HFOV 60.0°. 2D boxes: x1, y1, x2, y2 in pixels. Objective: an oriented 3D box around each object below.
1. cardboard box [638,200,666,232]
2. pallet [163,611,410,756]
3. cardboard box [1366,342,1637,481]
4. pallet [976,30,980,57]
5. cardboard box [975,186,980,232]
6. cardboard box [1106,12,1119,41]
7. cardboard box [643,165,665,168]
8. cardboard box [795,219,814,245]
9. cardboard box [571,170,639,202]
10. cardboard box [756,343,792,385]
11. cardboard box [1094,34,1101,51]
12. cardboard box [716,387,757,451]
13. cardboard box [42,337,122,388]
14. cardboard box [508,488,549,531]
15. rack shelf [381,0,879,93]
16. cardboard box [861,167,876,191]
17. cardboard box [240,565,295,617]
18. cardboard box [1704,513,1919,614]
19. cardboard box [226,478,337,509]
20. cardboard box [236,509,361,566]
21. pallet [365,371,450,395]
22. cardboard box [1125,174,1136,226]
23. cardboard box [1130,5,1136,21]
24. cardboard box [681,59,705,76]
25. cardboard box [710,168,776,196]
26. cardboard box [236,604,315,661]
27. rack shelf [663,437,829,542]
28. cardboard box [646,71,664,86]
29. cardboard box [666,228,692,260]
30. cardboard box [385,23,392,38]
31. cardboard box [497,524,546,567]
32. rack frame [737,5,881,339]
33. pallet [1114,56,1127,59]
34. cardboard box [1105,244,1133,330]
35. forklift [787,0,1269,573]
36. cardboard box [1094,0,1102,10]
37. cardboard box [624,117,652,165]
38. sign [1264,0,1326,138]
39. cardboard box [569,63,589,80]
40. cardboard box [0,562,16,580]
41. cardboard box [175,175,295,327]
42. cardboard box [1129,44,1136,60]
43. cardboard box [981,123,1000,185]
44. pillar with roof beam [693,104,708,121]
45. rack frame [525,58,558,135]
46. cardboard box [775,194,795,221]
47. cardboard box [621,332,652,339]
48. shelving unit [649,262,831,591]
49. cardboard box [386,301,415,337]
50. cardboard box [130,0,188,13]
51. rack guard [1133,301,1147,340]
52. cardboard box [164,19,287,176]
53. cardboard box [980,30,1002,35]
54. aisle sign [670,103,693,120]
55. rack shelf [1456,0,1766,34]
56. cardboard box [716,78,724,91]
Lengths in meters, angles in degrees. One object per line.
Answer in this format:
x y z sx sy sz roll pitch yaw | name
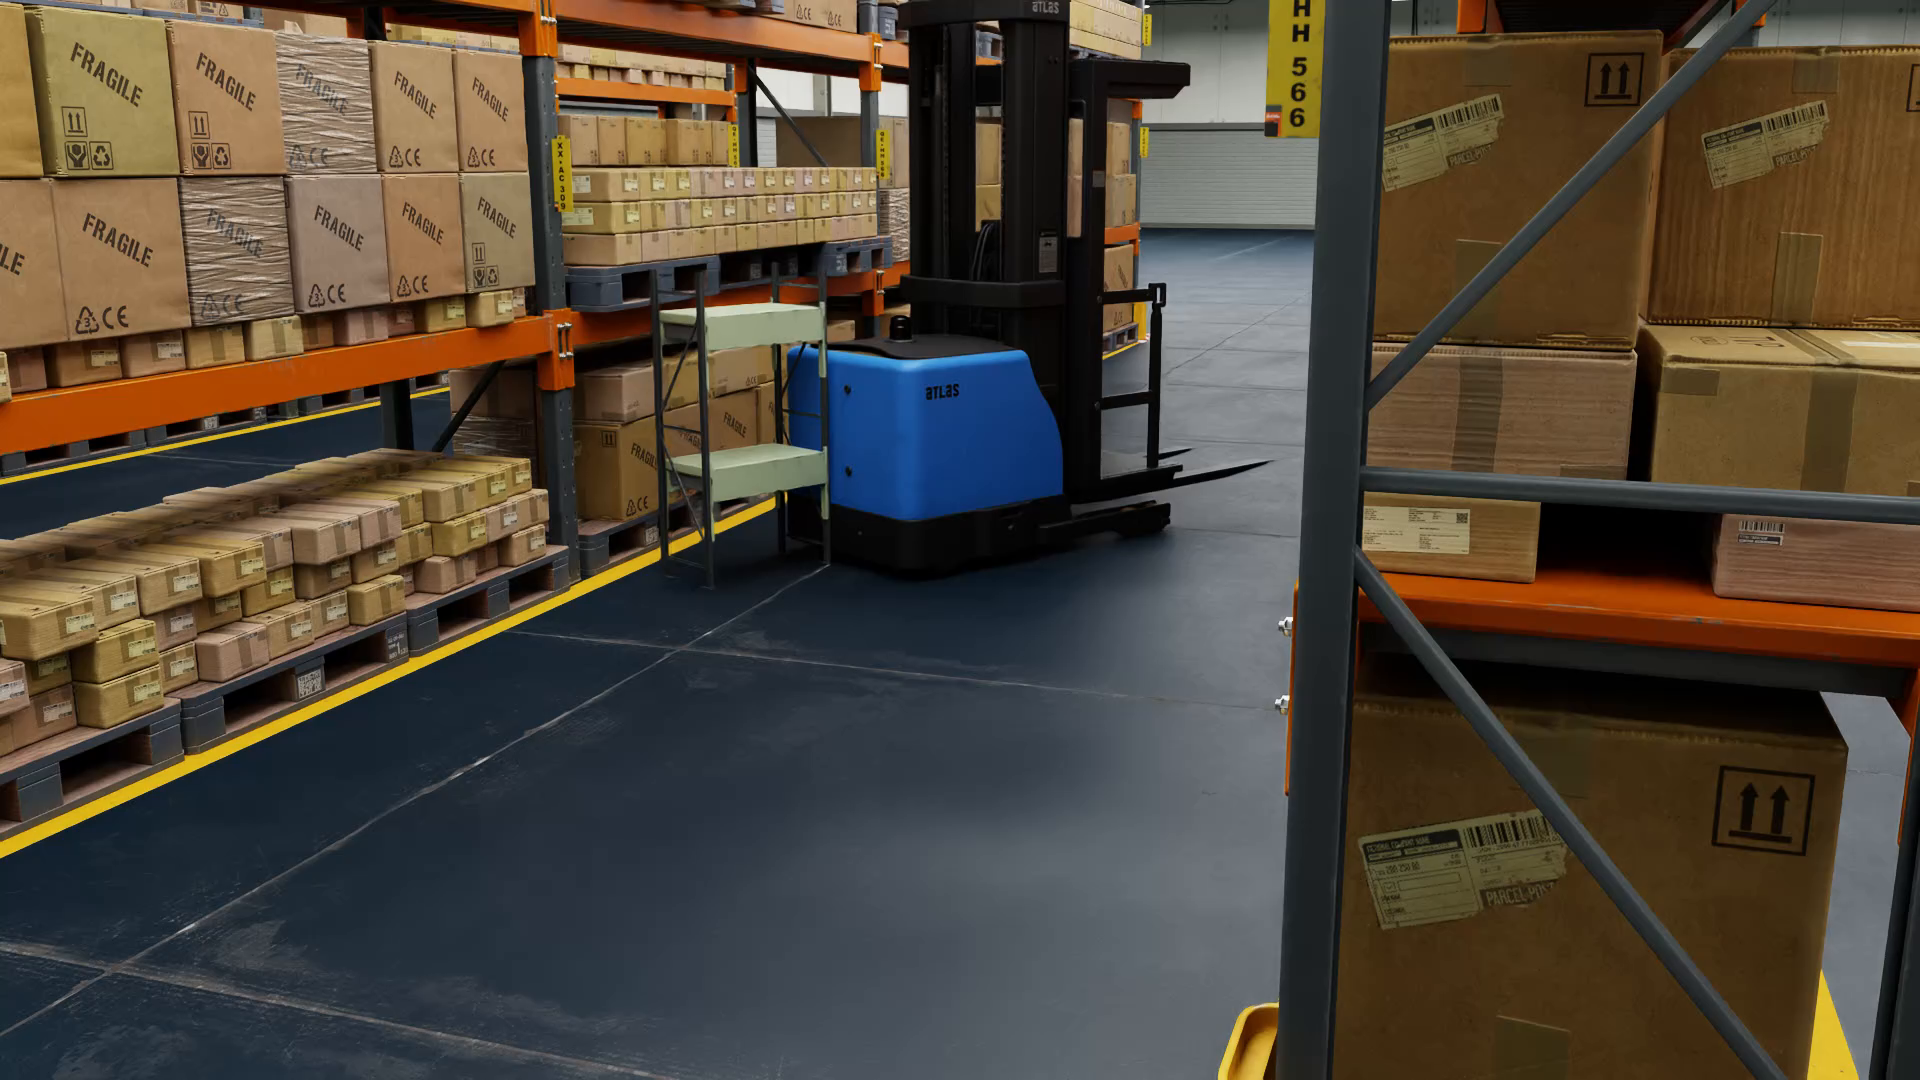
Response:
-1.691 -1.613 8.265 0.380 0.149 0.250 4 13 17 | cardboard box
-2.912 0.480 6.409 1.003 0.211 1.213 4 14 18 | pallet
0.937 -0.253 3.025 0.500 0.250 0.500 4 13 17 | cardboard box
-0.524 -3.868 12.879 1.003 0.211 1.213 5 14 21 | pallet
-0.152 -2.565 13.260 0.500 0.500 0.500 4 14 18 | cardboard box
1.327 -5.261 17.057 0.500 0.250 0.500 4 14 18 | cardboard box
-3.598 -3.887 18.382 0.500 0.500 0.500 5 14 19 | cardboard box
-1.100 -1.853 9.986 0.380 0.149 0.250 4 13 16 | cardboard box
-1.773 -1.703 7.992 0.380 0.149 0.250 5 14 21 | cardboard box
-1.347 -1.099 10.050 0.500 0.250 0.500 5 14 20 | cardboard box
1.185 -4.931 16.507 0.380 0.149 0.250 5 14 19 | cardboard box
-1.519 -0.626 9.664 0.500 0.500 0.500 5 14 19 | cardboard box
-2.969 -0.590 5.396 0.380 0.149 0.250 4 14 18 | cardboard box
-2.136 -0.151 7.705 0.380 0.149 0.250 5 14 20 | cardboard box
-1.688 -2.814 9.450 1.077 0.370 4.000 4 14 18 | rack shelf
-0.766 -2.359 10.867 0.380 0.149 0.250 4 13 16 | cardboard box
-2.753 0.173 6.283 0.380 0.149 0.250 5 14 21 | cardboard box
1.458 0.011 2.762 0.380 0.149 0.250 5 14 19 | cardboard box
-2.886 -0.161 7.078 0.380 0.149 0.250 4 13 17 | cardboard box
-2.557 -0.012 6.426 0.380 0.149 0.250 4 13 16 | cardboard box
-5.107 -1.519 15.169 1.003 0.211 1.213 4 14 18 | pallet
1.470 -3.799 18.555 0.875 0.550 0.550 4 14 18 | cardboard box
1.677 -5.642 17.828 0.380 0.149 0.250 4 14 19 | cardboard box
-3.256 -5.445 19.030 0.500 0.250 0.500 4 14 18 | cardboard box
-1.271 -2.032 9.435 0.380 0.149 0.250 5 14 20 | cardboard box
-2.669 0.333 6.253 0.380 0.149 0.250 4 14 18 | cardboard box
-1.061 -0.260 8.223 0.720 0.370 0.431 -12 18 -43 | rack shelf
-3.475 -5.061 18.242 0.380 0.149 0.250 4 14 18 | cardboard box
-1.604 -1.524 8.545 0.380 0.149 0.250 4 14 19 | cardboard box
-5.291 -4.294 14.088 0.797 0.503 0.637 4 14 18 | cardboard box
-2.140 0.011 7.660 0.380 0.149 0.250 5 14 19 | cardboard box
-1.041 -2.123 11.548 1.000 3.000 0.127 4 14 18 | rack frame
1.317 -5.070 17.917 1.003 0.211 1.213 4 14 18 | pallet
1.390 -2.829 18.472 0.875 0.875 0.875 4 14 19 | cardboard box
0.528 -1.519 9.056 3.031 2.935 1.130 -11 17 -41 | forklift
1.185 -5.320 16.418 0.380 0.149 0.250 4 14 18 | cardboard box
-3.742 -4.268 17.808 0.700 0.500 0.500 4 13 17 | cardboard box
0.522 -0.782 2.540 0.100 0.325 0.005 4 14 18 | sign
-3.990 -4.739 16.834 0.380 0.149 0.250 4 14 18 | cardboard box
-3.455 0.164 5.653 0.380 0.149 0.250 4 13 16 | cardboard box
-2.744 -1.032 5.873 0.500 0.500 0.500 4 13 17 | cardboard box
1.678 -5.253 17.919 0.380 0.149 0.250 4 14 19 | cardboard box
-0.067 -3.288 14.181 0.700 0.500 0.500 4 13 17 | cardboard box
-0.989 -9.559 30.645 9.100 9.000 0.400 4 14 18 | pillar with roof beam
-4.463 -3.300 16.707 1.000 3.000 0.127 4 14 18 | rack frame
-1.185 -1.942 9.707 0.380 0.149 0.250 5 14 20 | cardboard box
-1.830 -1.137 10.216 0.500 0.250 0.500 4 14 19 | cardboard box
-1.061 -0.578 8.151 0.755 1.500 0.431 -12 18 -43 | shelving unit
-2.478 -0.918 6.833 0.380 0.149 0.250 4 13 17 | cardboard box
-5.898 -3.952 11.652 0.700 0.500 0.500 4 13 16 | cardboard box
1.555 -2.594 19.229 1.175 0.500 0.348 4 14 18 | rack guard
-2.725 -1.517 5.755 0.500 0.500 0.500 4 13 17 | cardboard box
0.176 -4.448 14.161 0.500 0.250 0.500 5 14 19 | cardboard box
-3.442 -5.445 20.262 0.394 0.787 0.004 4 14 18 | aisle sign
1.678 -1.593 4.102 1.077 0.370 4.000 4 14 18 | rack shelf
-3.020 -5.387 19.673 0.380 0.149 0.250 4 14 19 | cardboard box
